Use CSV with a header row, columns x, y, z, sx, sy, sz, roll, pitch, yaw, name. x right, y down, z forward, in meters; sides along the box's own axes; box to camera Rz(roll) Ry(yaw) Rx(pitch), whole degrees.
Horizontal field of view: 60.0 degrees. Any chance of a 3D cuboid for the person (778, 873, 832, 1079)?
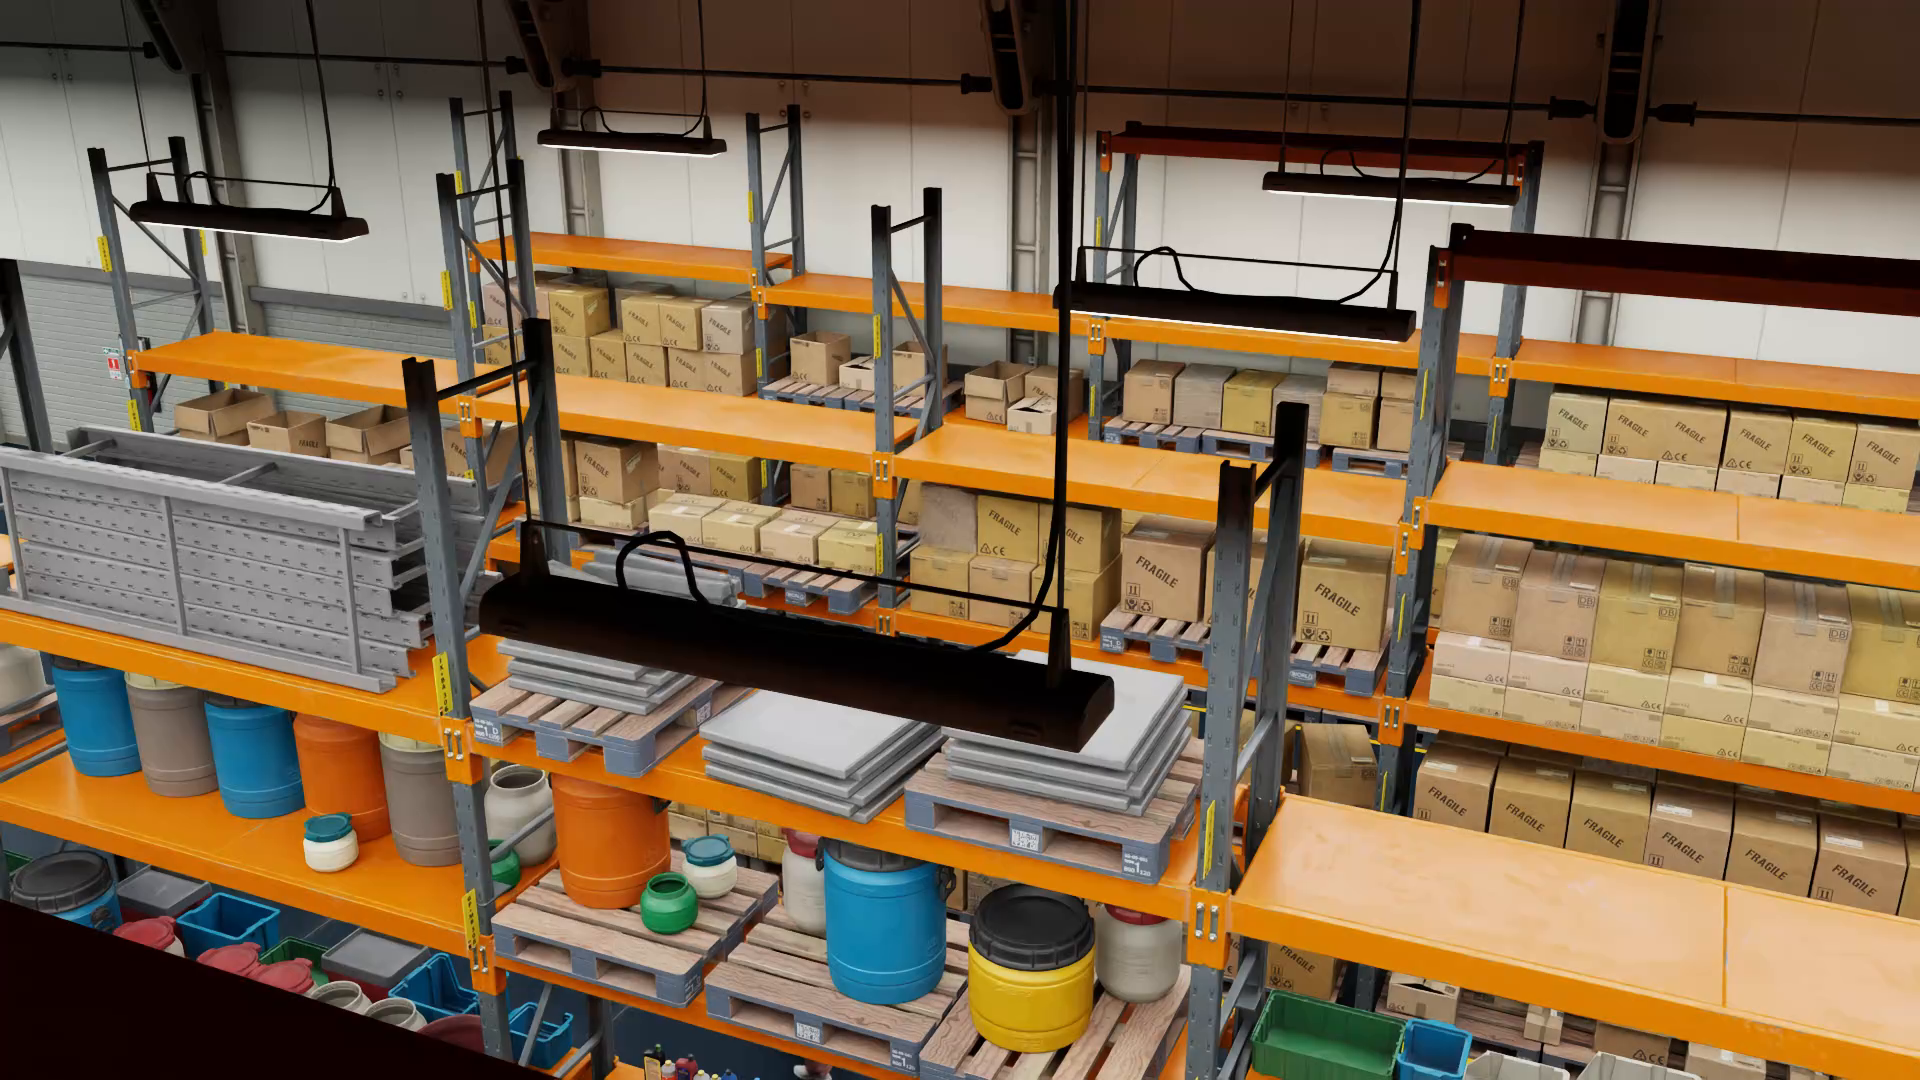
x,y,z,sx,sy,sz,roll,pitch,yaw,name
-1.217,3.119,12.018,0.721,1.689,0.492,15,25,35,person
